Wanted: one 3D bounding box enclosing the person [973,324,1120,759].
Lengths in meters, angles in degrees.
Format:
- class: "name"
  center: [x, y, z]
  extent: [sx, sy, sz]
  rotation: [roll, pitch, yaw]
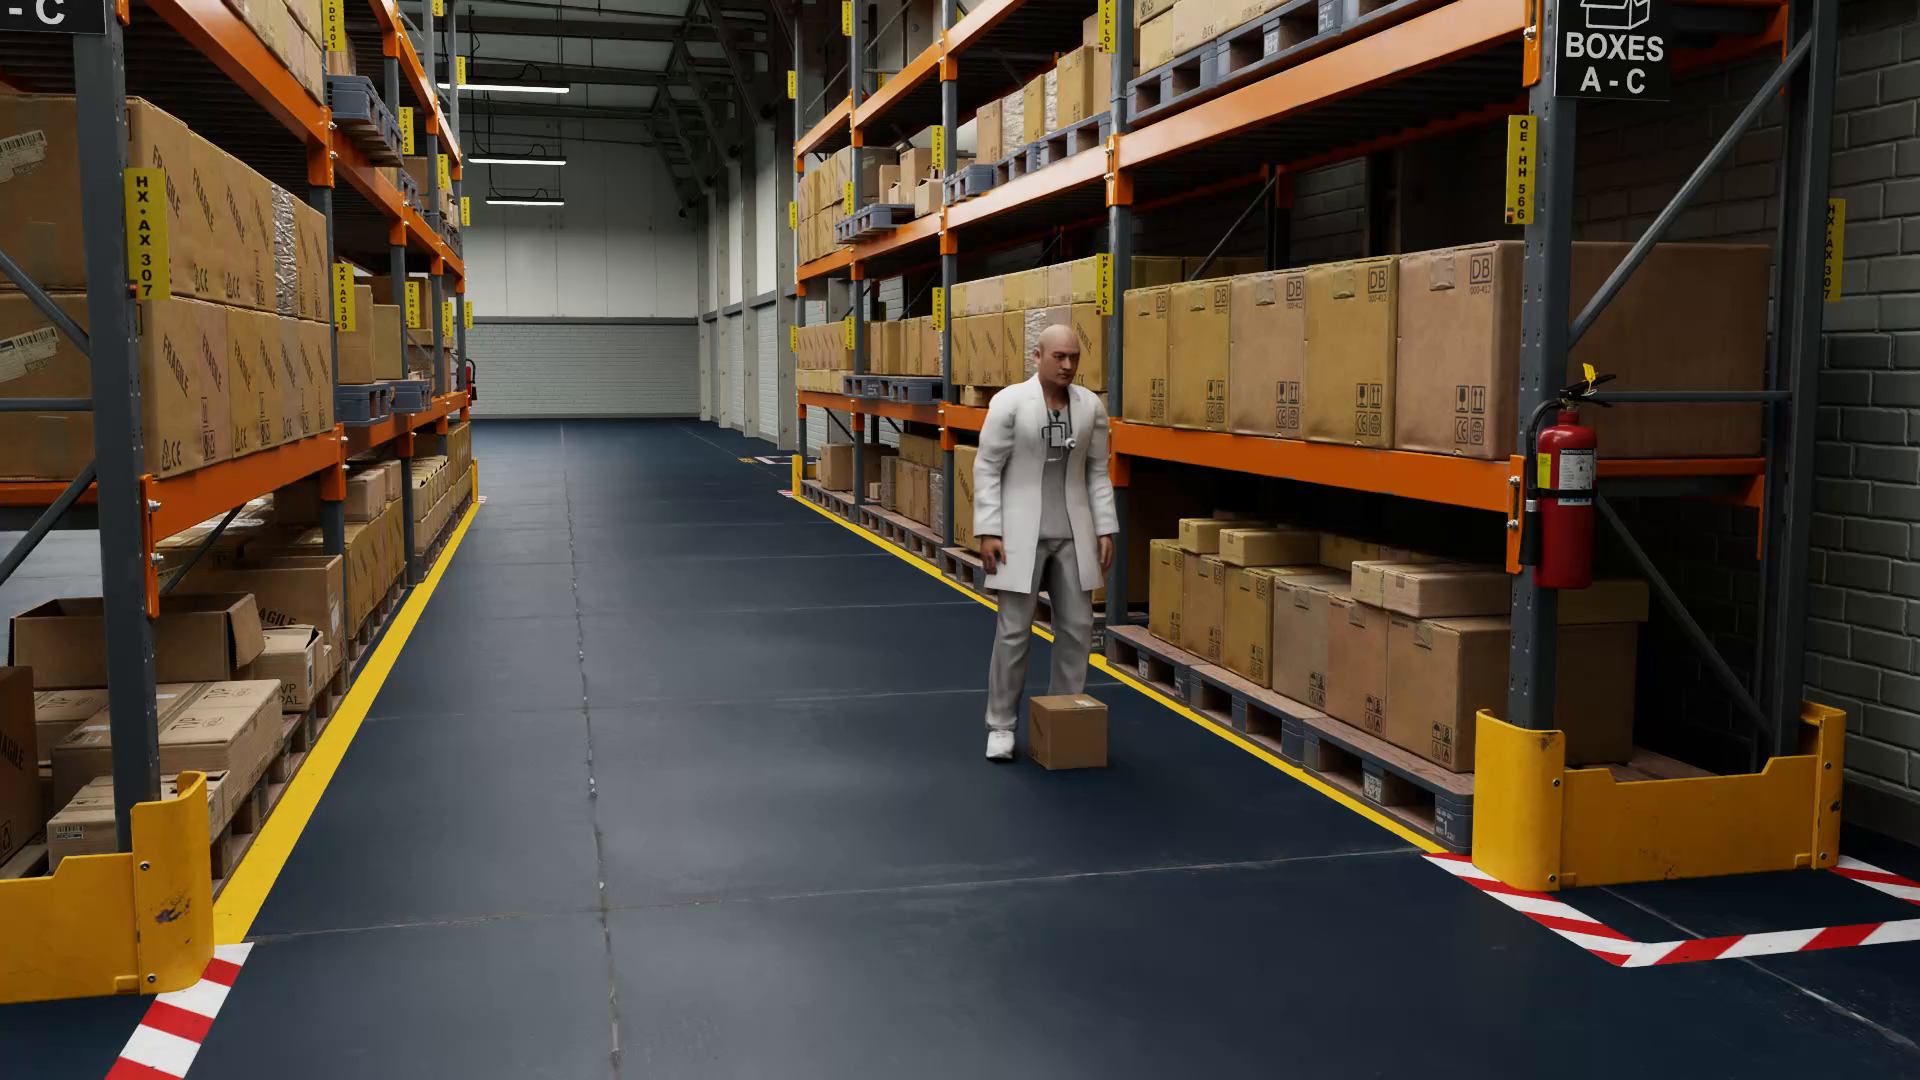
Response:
- class: "person"
  center: [0.364, -0.002, 6.909]
  extent: [0.647, 1.772, 0.433]
  rotation: [-2, 6, -18]
